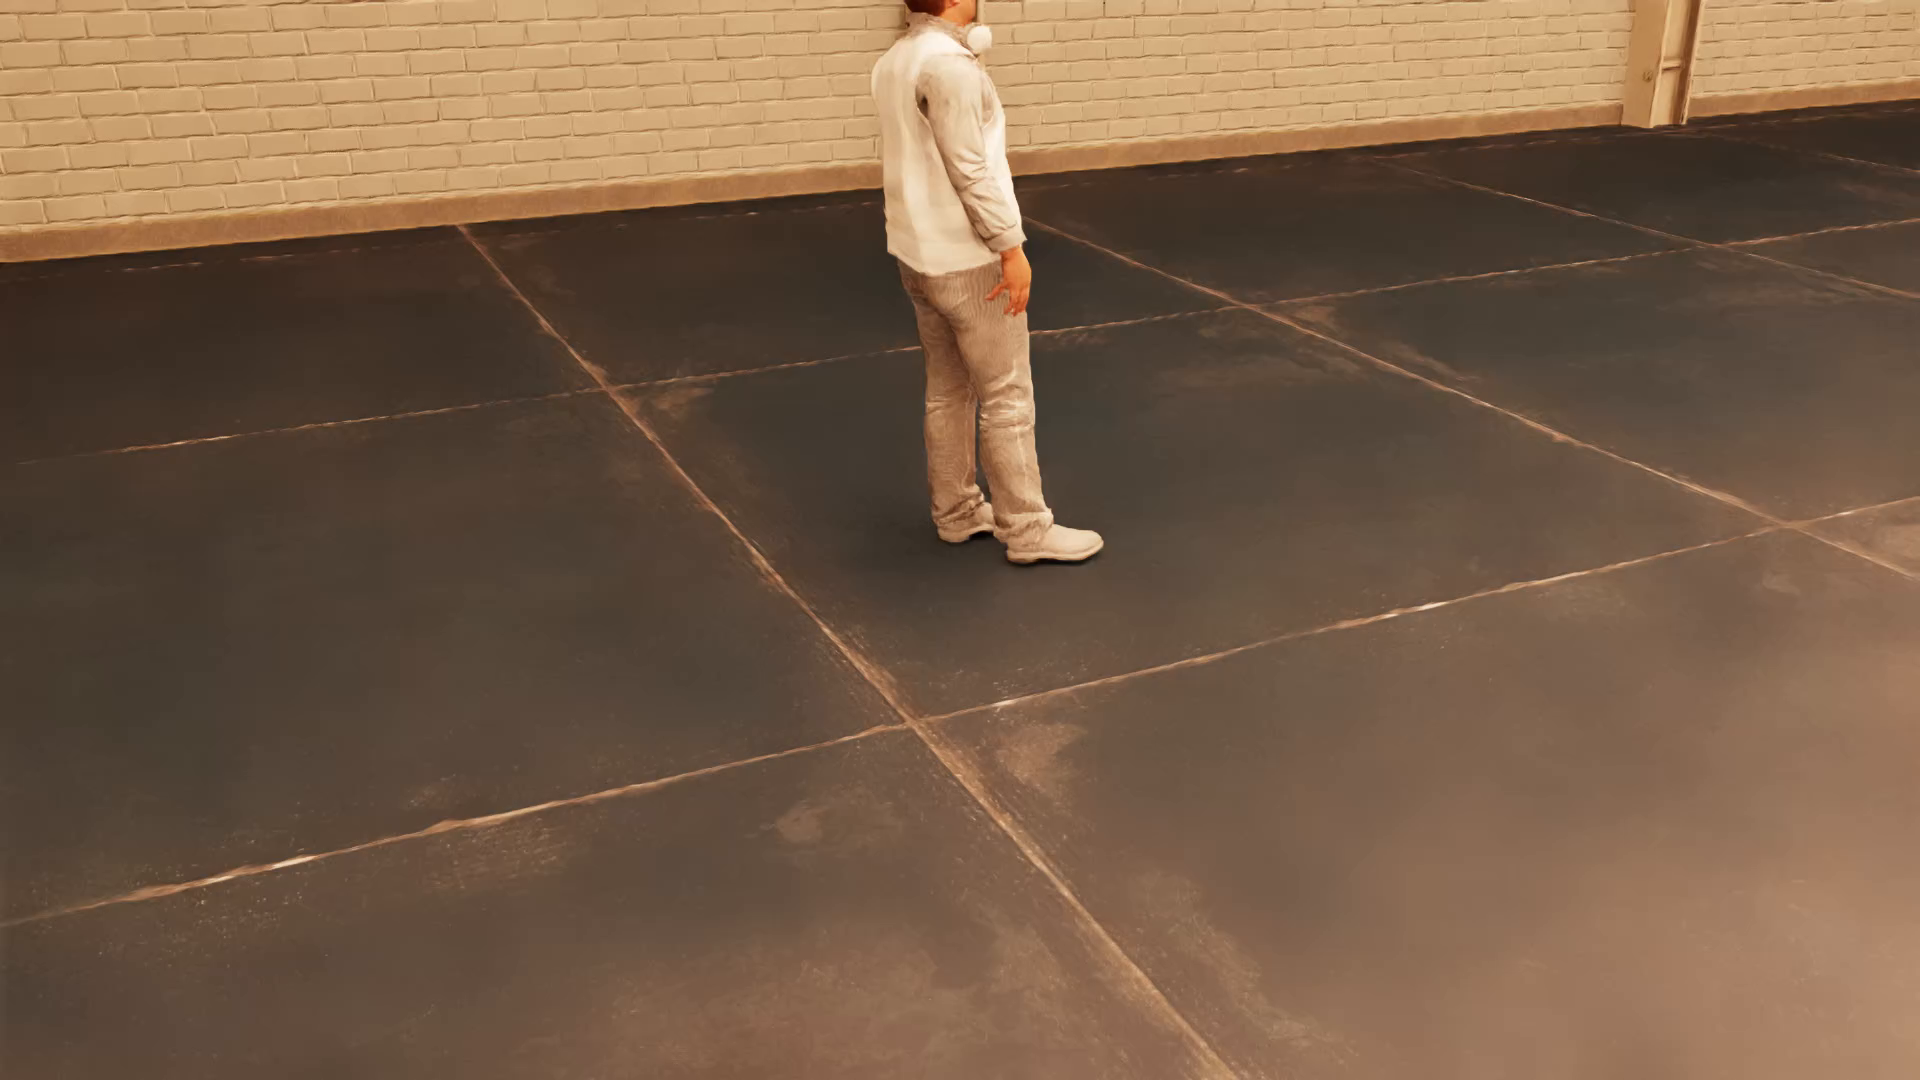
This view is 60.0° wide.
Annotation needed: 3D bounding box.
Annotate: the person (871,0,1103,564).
[{"bbox_3d":[0.060,-0.833,4.781,0.567,1.773,0.632,-10,25,-23],"label":"person"}]
